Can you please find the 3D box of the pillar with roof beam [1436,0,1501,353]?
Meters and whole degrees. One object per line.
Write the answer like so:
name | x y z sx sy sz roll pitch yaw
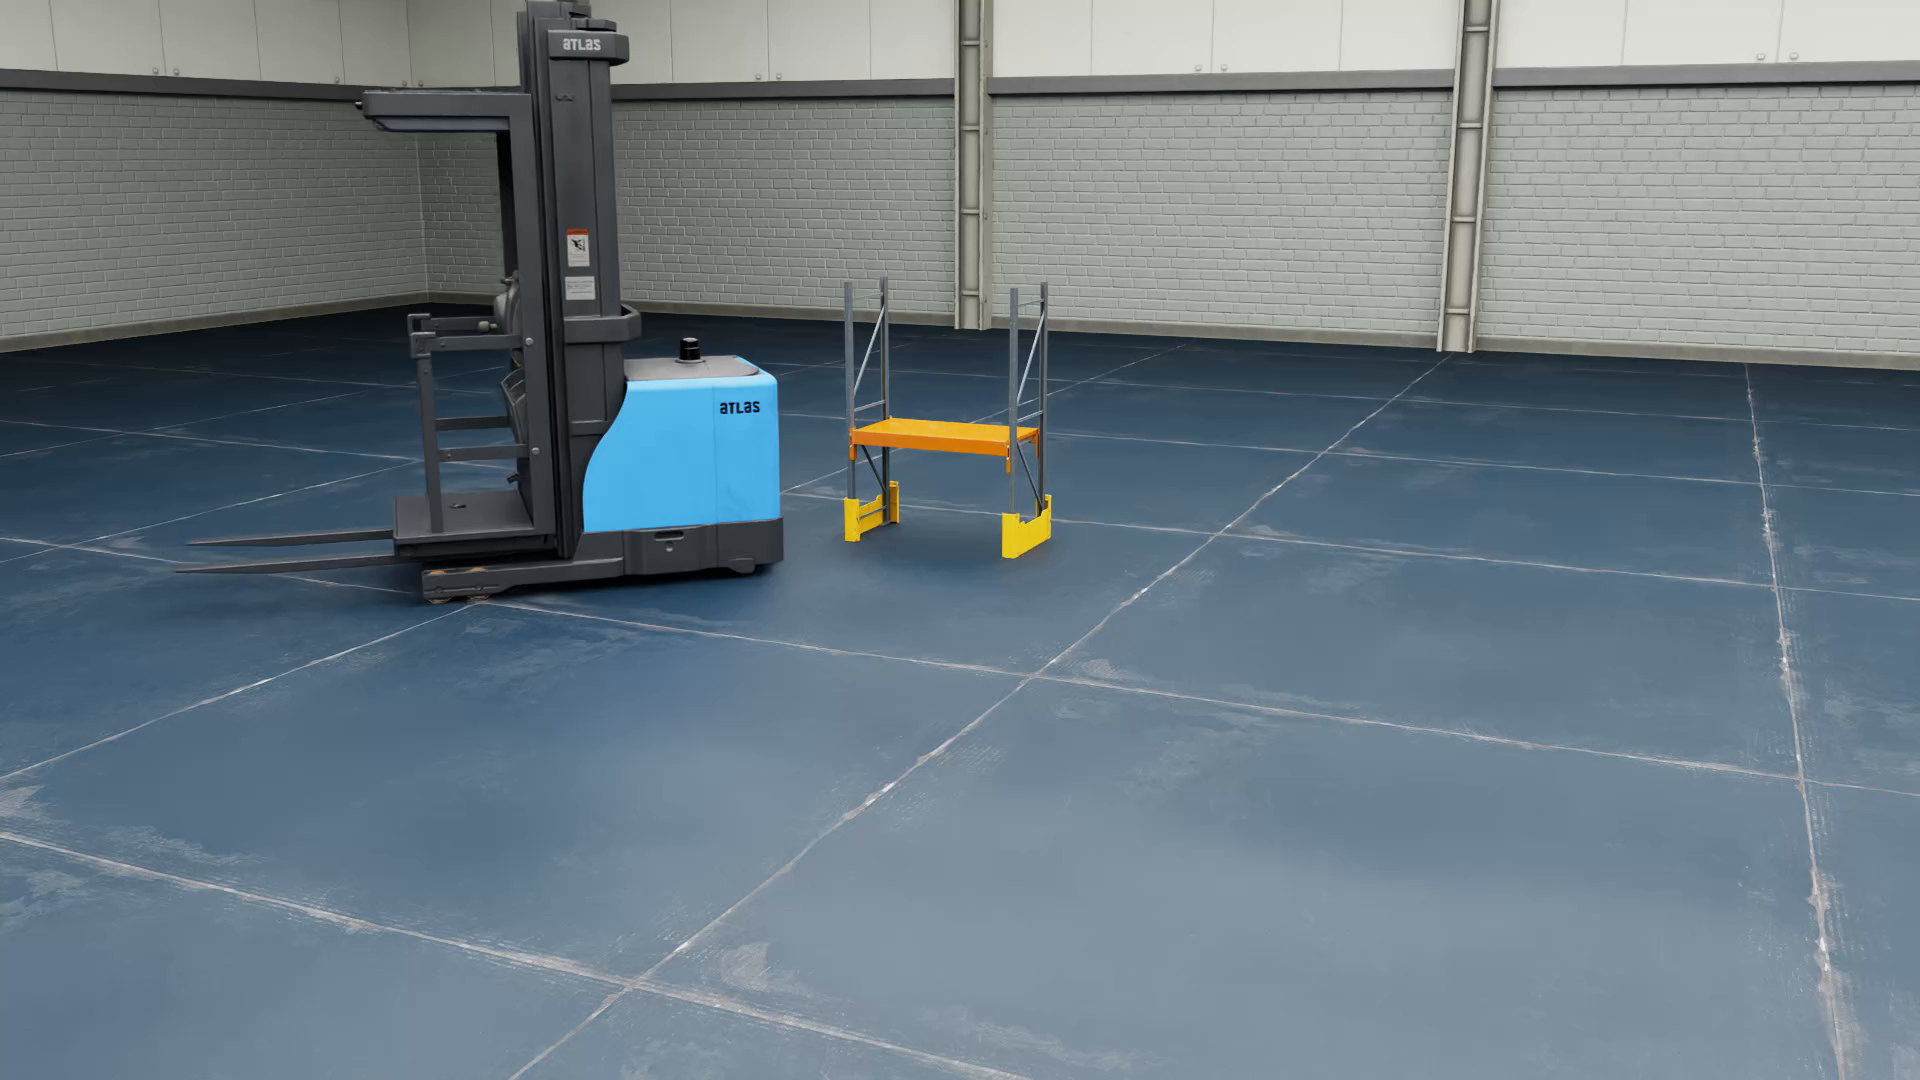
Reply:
pillar with roof beam | 3.913 -5.642 14.100 0.400 9.000 9.100 6 14 23

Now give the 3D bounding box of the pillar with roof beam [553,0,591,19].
pillar with roof beam | -7.058 -6.752 18.832 0.400 9.000 9.100 6 14 23

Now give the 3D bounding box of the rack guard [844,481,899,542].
rack guard | -0.525 -0.175 9.953 0.087 0.250 0.587 6 14 23

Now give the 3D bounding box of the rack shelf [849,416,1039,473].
rack shelf | -0.078 -0.563 9.658 1.000 0.185 0.538 6 14 23

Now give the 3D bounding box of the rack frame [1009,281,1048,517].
rack frame | 0.387 -0.691 9.417 0.032 1.500 0.500 6 14 23

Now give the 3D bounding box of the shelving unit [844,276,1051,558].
shelving unit | -0.070 -0.737 9.614 1.083 1.500 0.587 6 14 23

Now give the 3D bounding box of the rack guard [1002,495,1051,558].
rack guard | 0.386 -0.083 9.560 0.087 0.250 0.587 6 14 23

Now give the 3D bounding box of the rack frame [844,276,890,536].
rack frame | -0.543 -0.785 9.818 0.032 1.500 0.500 6 14 23

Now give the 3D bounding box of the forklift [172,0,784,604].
forklift | -2.527 -1.241 8.626 3.031 2.935 1.130 -4 14 -18

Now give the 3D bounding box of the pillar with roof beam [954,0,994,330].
pillar with roof beam | -1.573 -6.197 16.466 0.400 9.000 9.100 6 14 23
